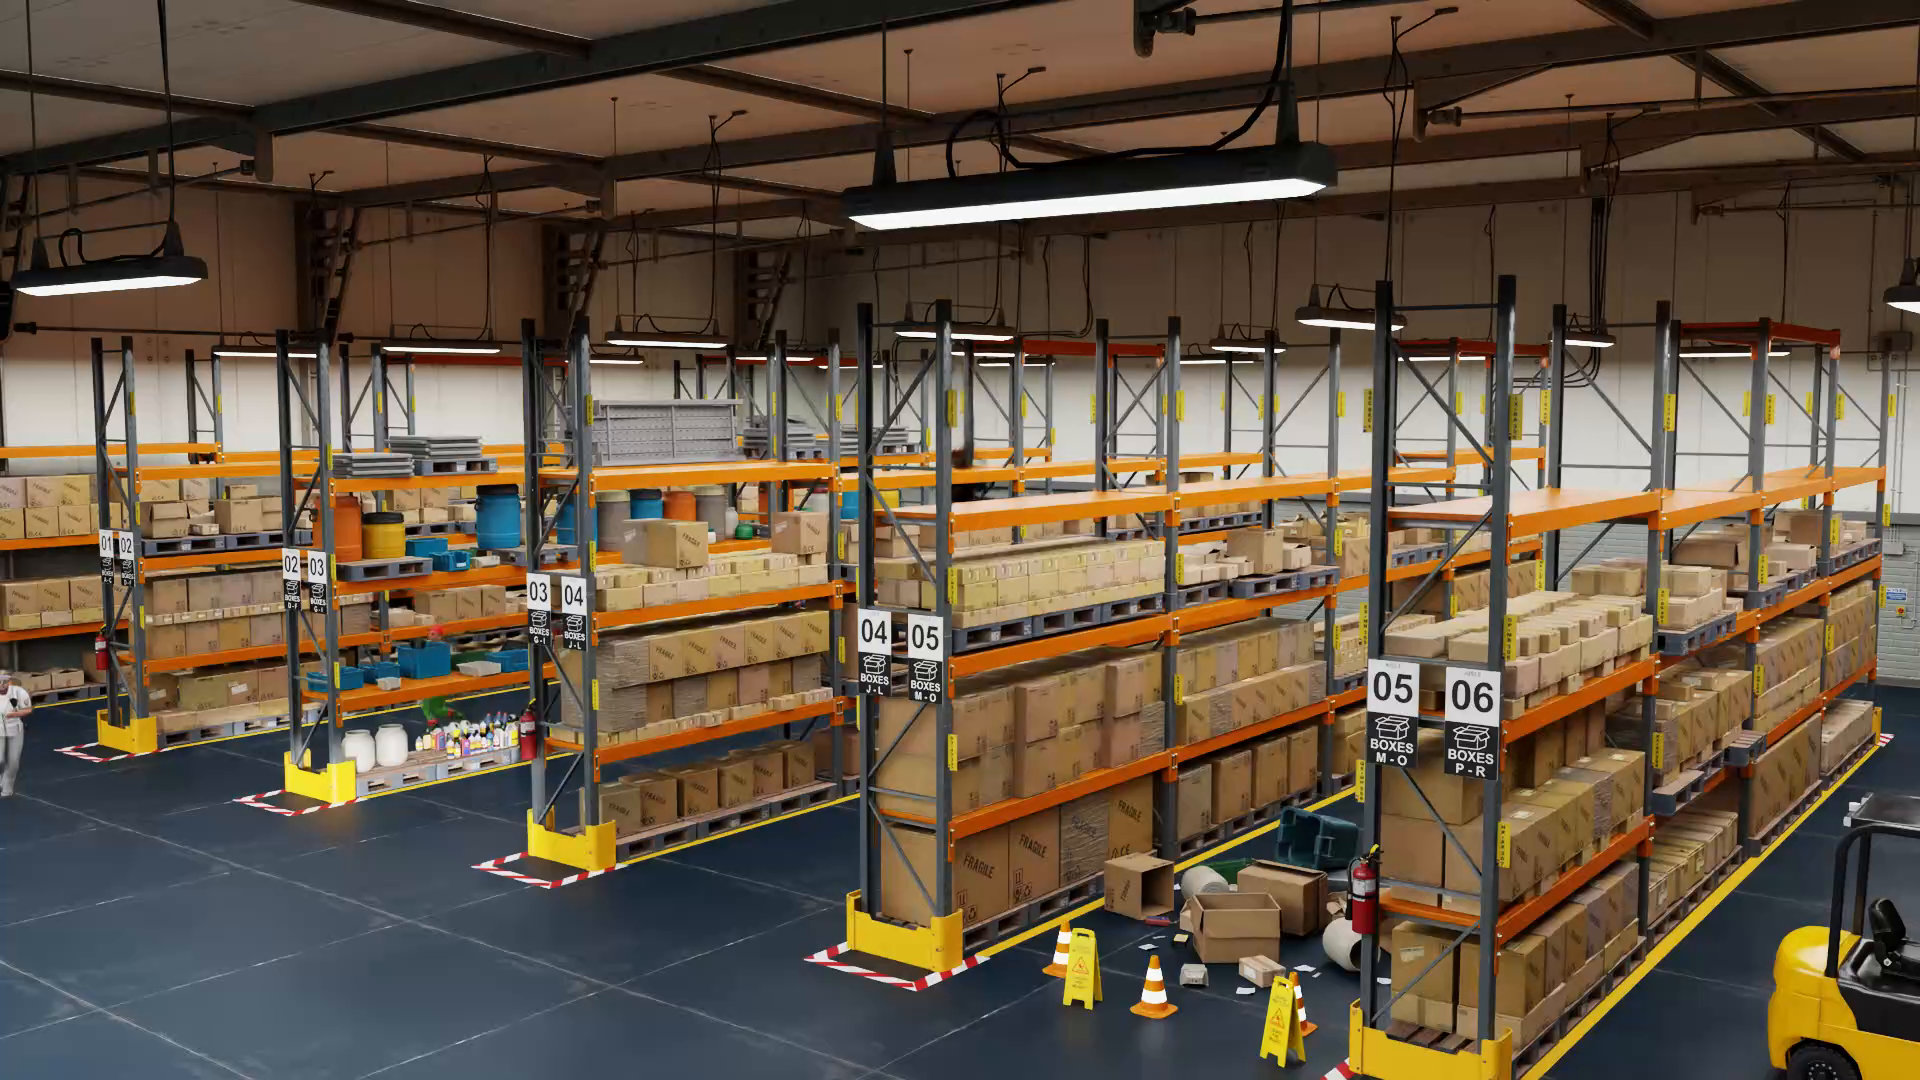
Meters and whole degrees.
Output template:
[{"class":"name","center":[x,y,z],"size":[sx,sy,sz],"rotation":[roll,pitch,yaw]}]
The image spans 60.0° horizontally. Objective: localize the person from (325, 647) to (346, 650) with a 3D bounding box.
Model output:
[{"class":"person","center":[-10.977,1.781,29.390],"size":[0.630,1.653,0.694],"rotation":[3,6,30]}]

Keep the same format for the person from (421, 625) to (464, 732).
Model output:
[{"class":"person","center":[-7.782,2.131,24.863],"size":[0.651,1.746,0.692],"rotation":[3,6,33]}]

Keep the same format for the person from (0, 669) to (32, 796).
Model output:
[{"class":"person","center":[-12.238,2.469,21.282],"size":[0.648,1.698,0.778],"rotation":[-3,6,-30]}]
